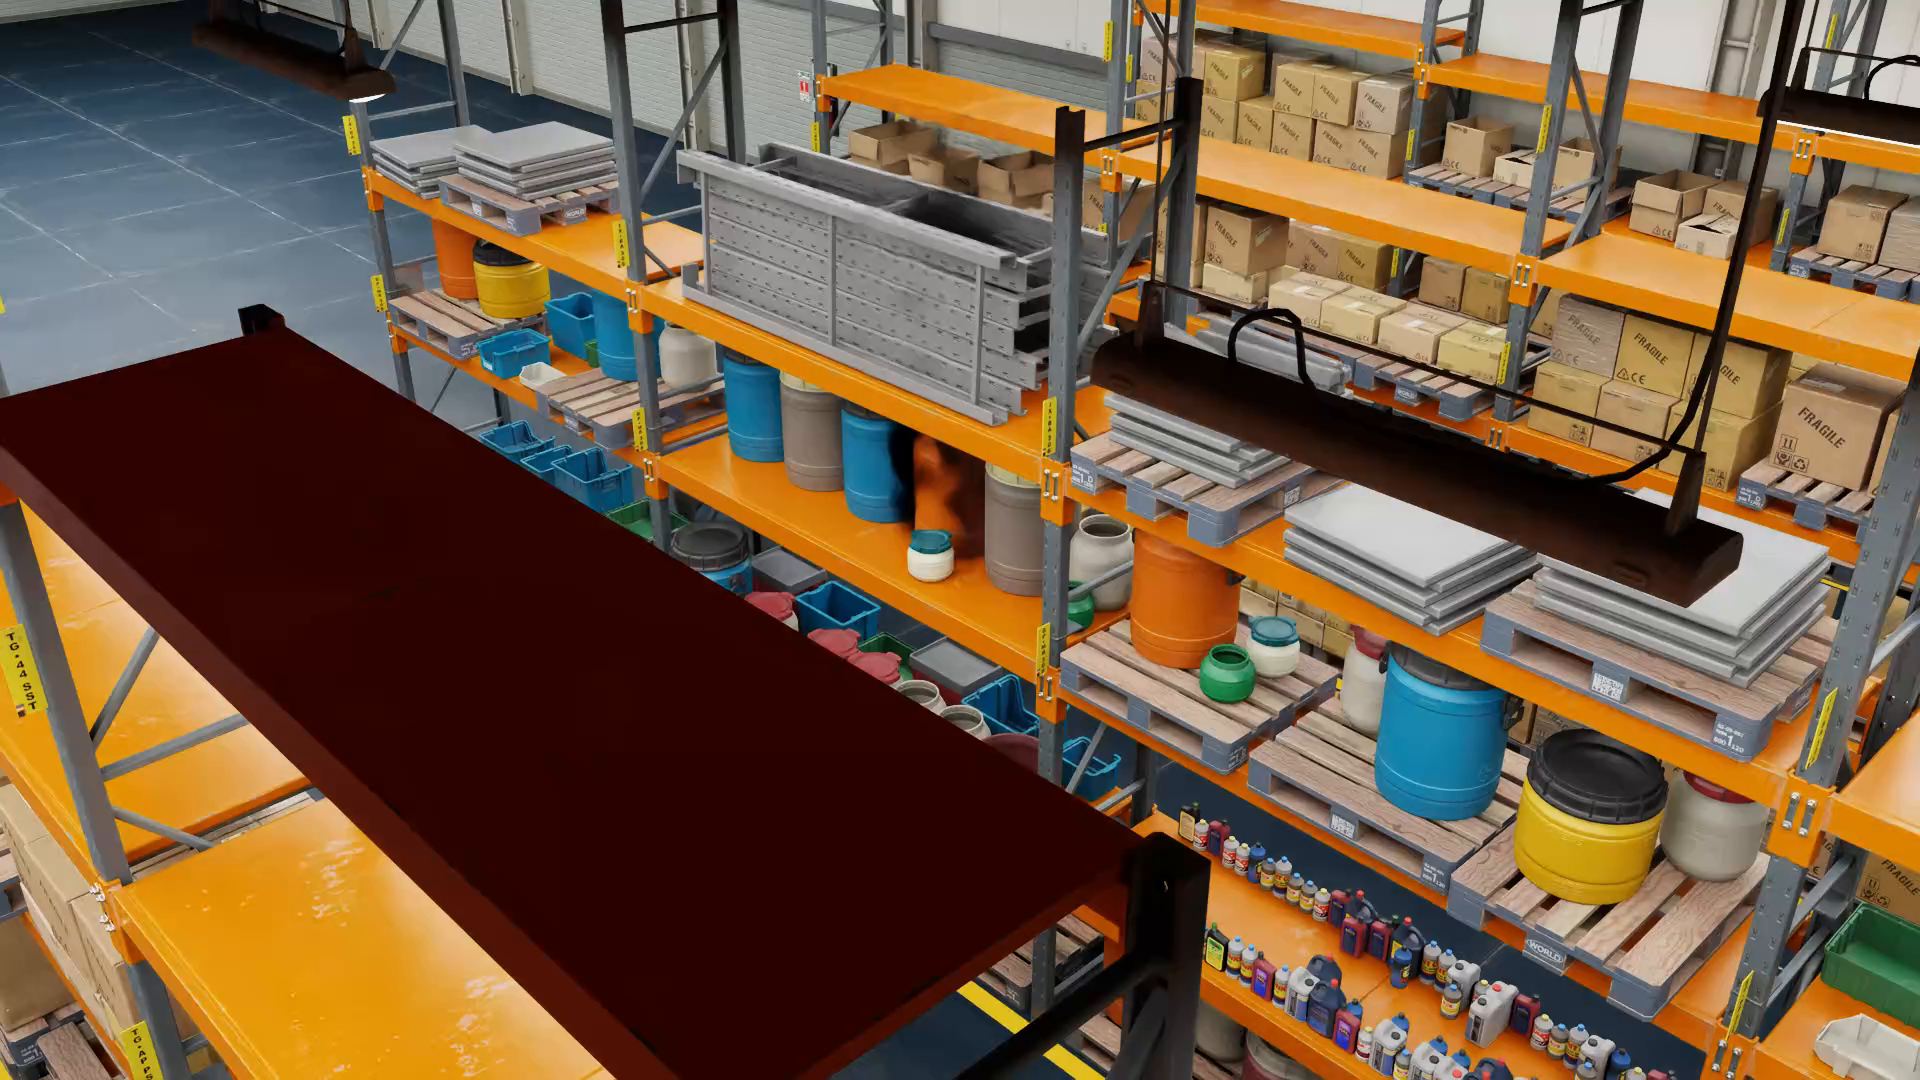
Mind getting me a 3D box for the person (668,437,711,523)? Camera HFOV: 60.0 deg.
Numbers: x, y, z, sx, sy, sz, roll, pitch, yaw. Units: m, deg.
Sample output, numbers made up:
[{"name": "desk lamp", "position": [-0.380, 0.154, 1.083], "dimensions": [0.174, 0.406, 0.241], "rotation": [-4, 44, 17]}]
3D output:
[{"name": "person", "position": [-2.577, -0.456, 15.993], "dimensions": [0.818, 1.649, 0.596], "rotation": [20, 34, 33]}]
